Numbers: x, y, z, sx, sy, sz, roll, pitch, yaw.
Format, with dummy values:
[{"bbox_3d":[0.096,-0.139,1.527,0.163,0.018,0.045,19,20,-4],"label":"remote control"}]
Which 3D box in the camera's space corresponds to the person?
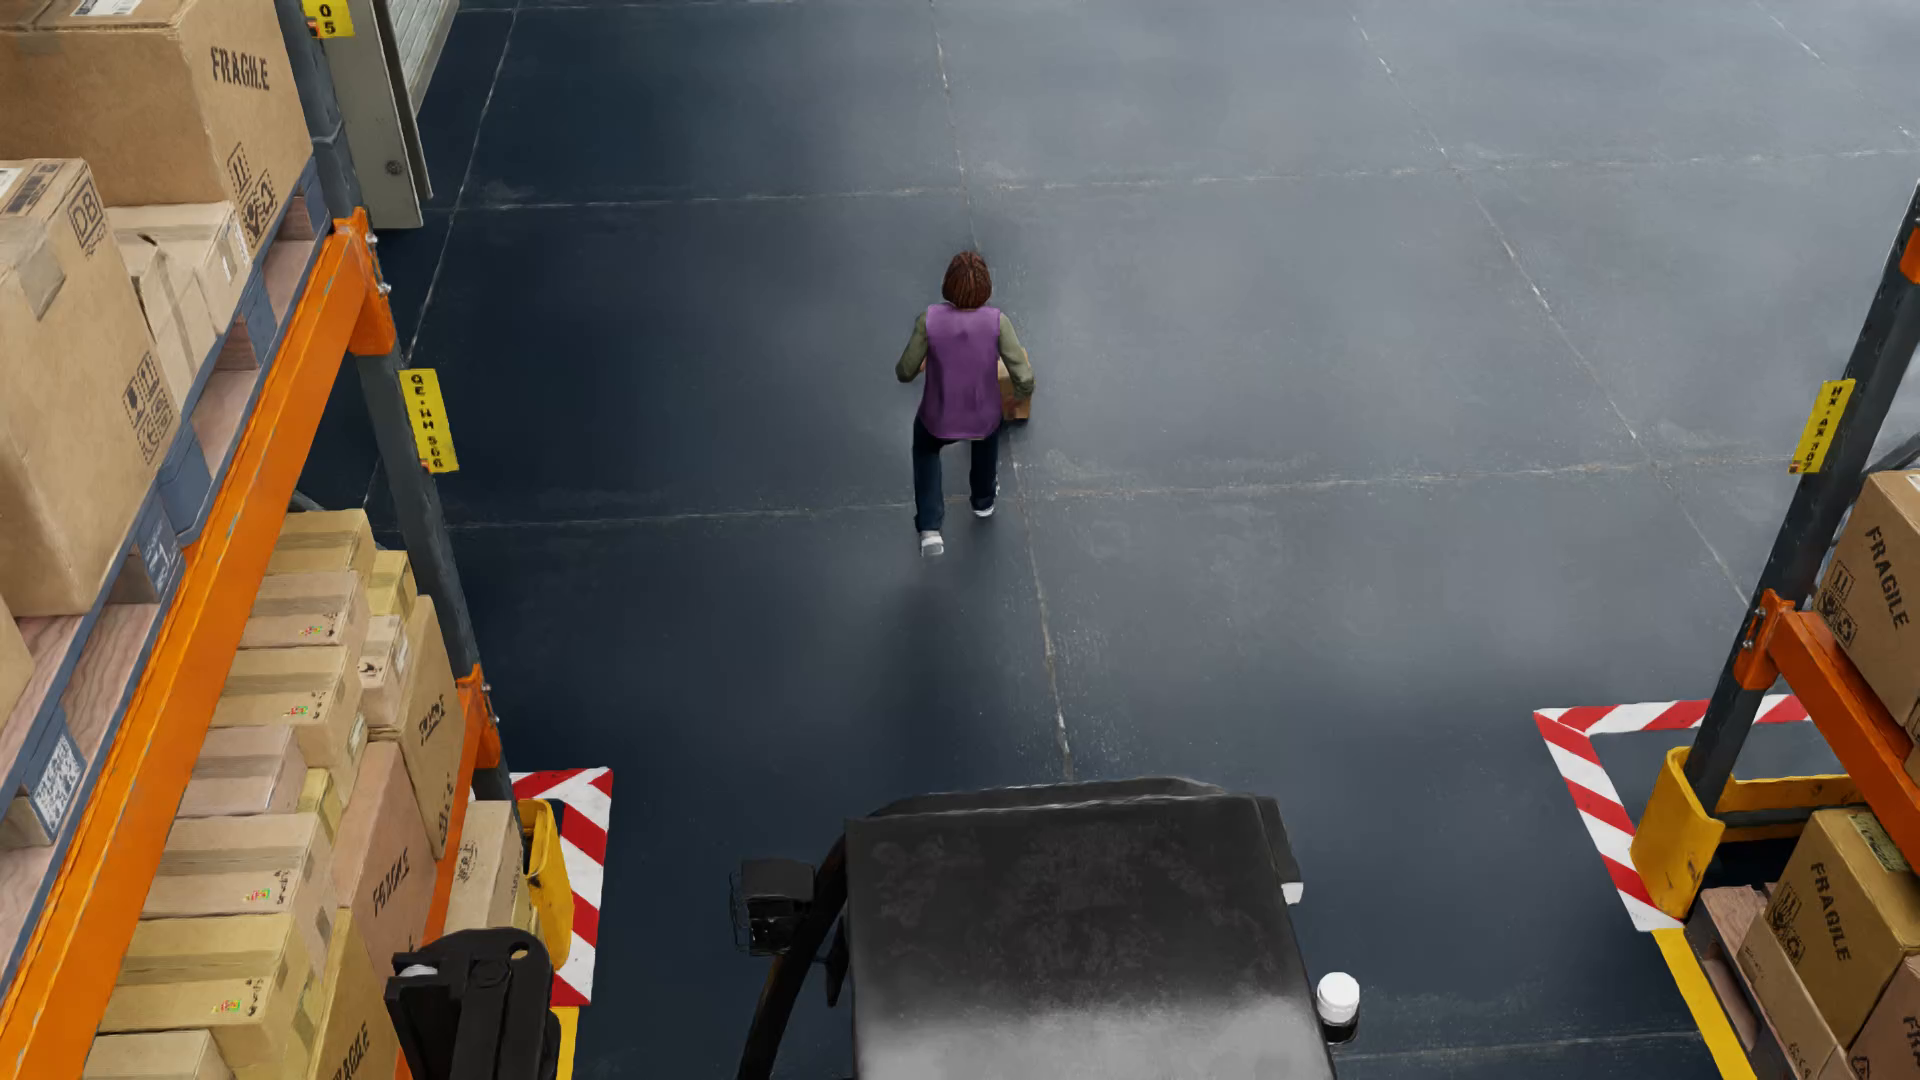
[{"bbox_3d":[0.004,-0.612,6.947,0.511,1.497,0.719,-3,40,-4],"label":"person"}]
